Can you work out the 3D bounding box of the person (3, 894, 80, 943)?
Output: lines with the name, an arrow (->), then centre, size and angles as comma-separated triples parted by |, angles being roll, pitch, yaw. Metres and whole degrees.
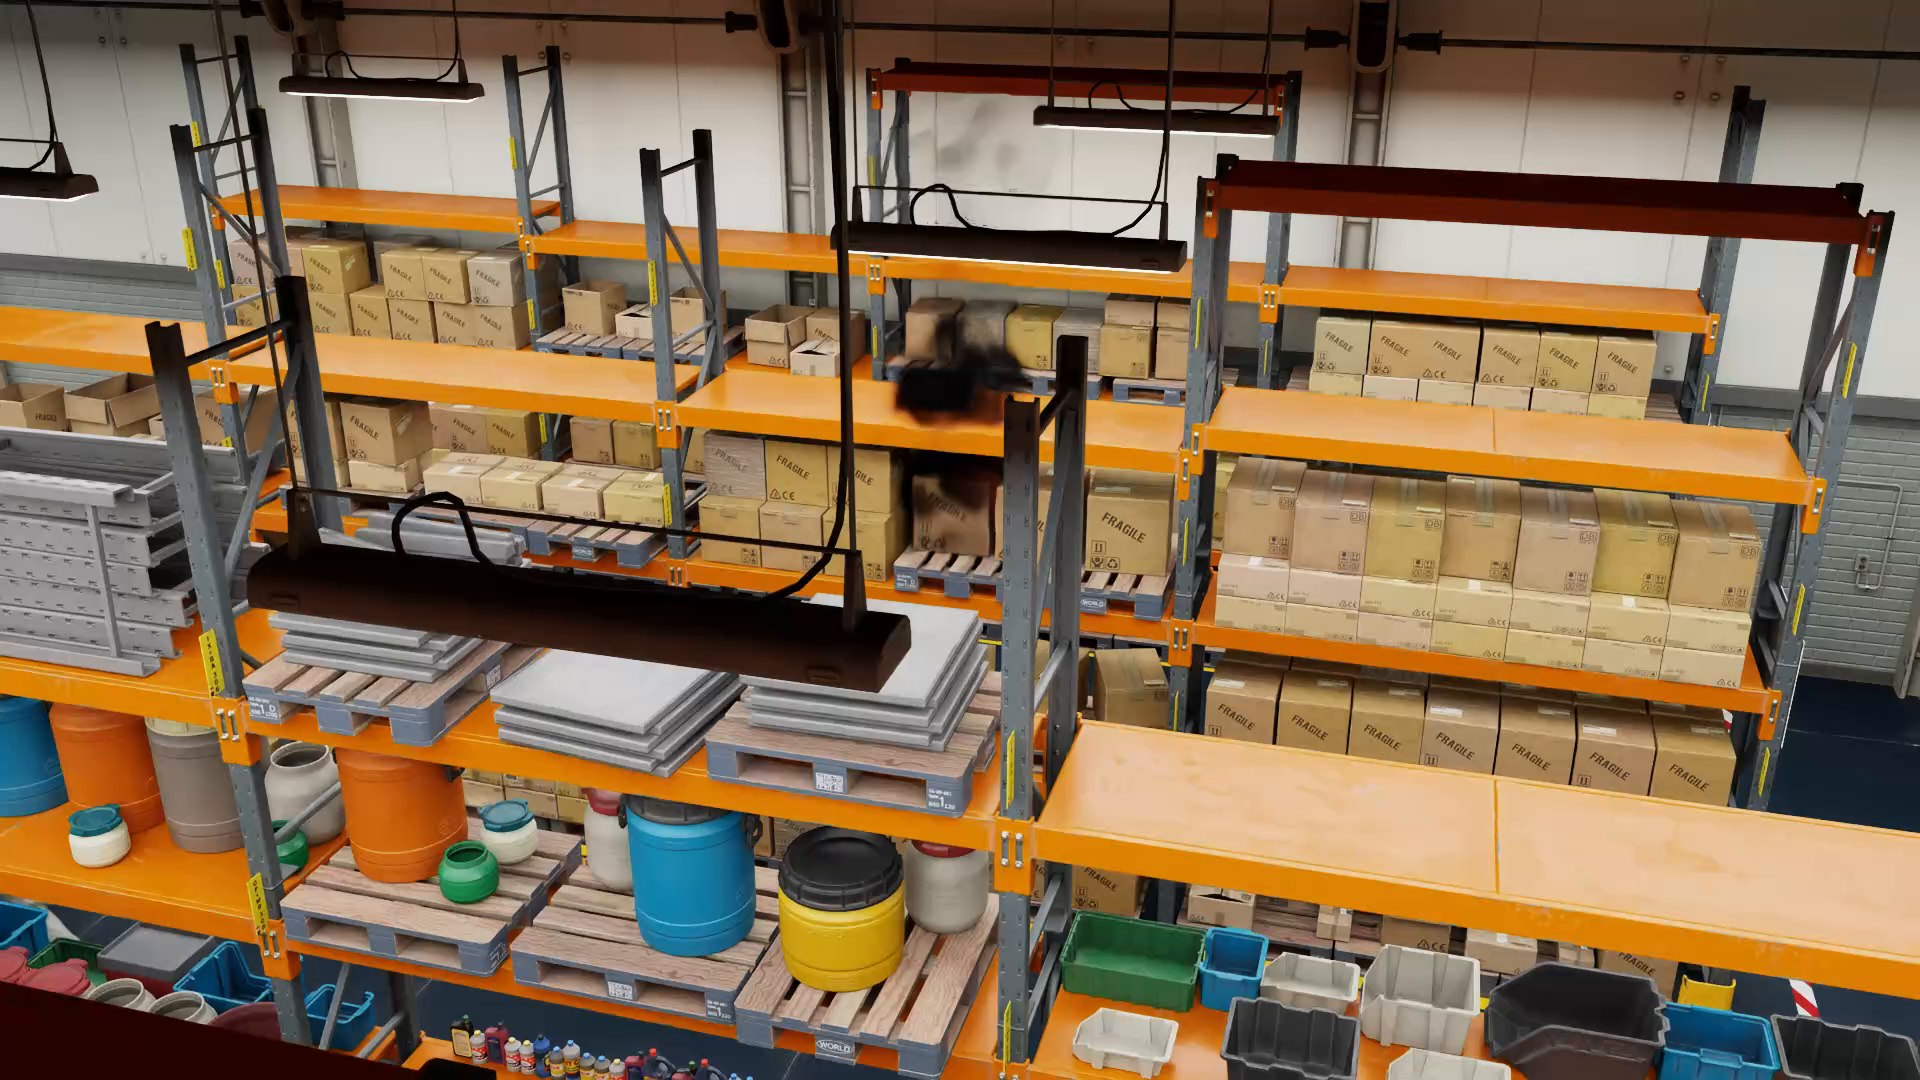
person -> -6.982, 2.493, 12.447 | 0.978, 1.816, 0.680 | 11, 25, 24
